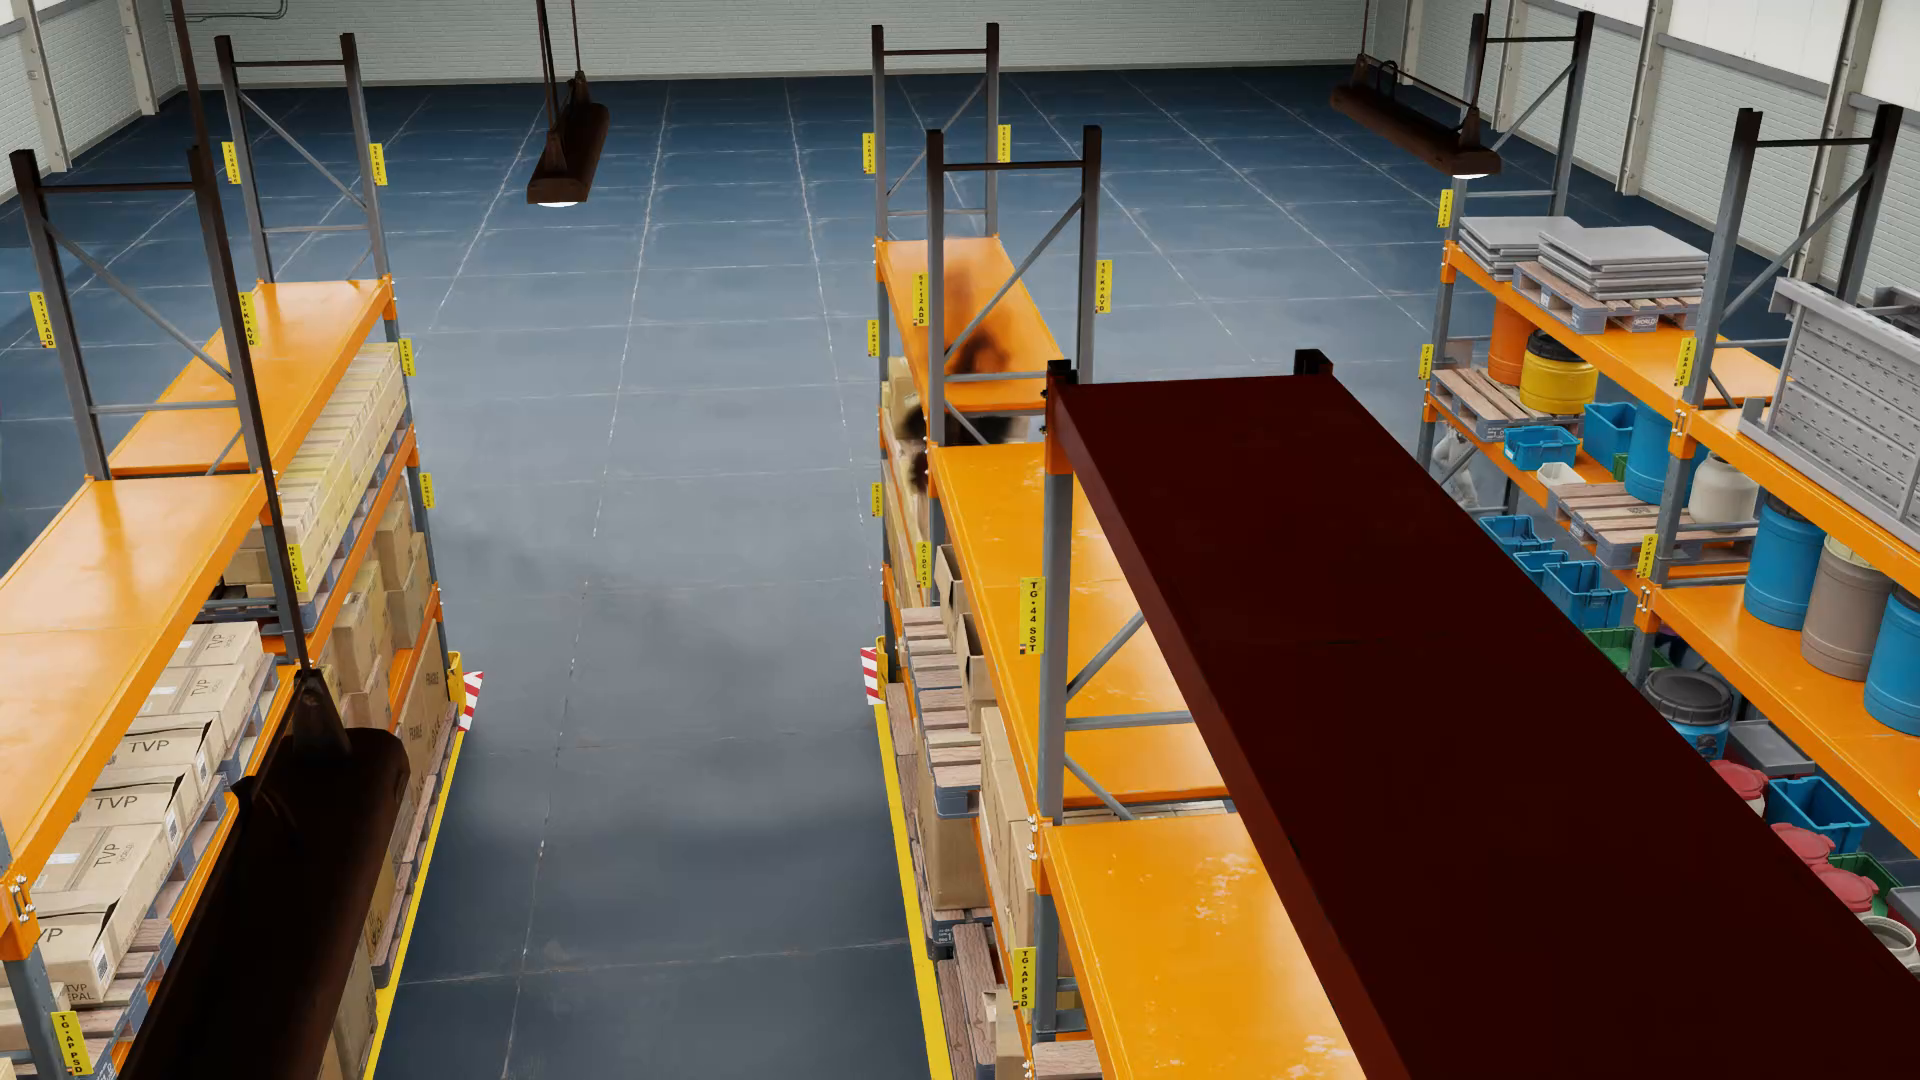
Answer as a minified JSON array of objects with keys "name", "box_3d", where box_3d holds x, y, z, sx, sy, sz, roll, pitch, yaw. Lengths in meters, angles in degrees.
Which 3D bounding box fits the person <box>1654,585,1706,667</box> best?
[{"name":"person","box_3d":[6.395,0.828,14.915,0.514,1.639,0.666,-6,26,-13]}]

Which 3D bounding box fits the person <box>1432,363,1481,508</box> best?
[{"name":"person","box_3d":[5.692,-1.196,18.964,0.659,1.754,0.647,8,27,16]}]
